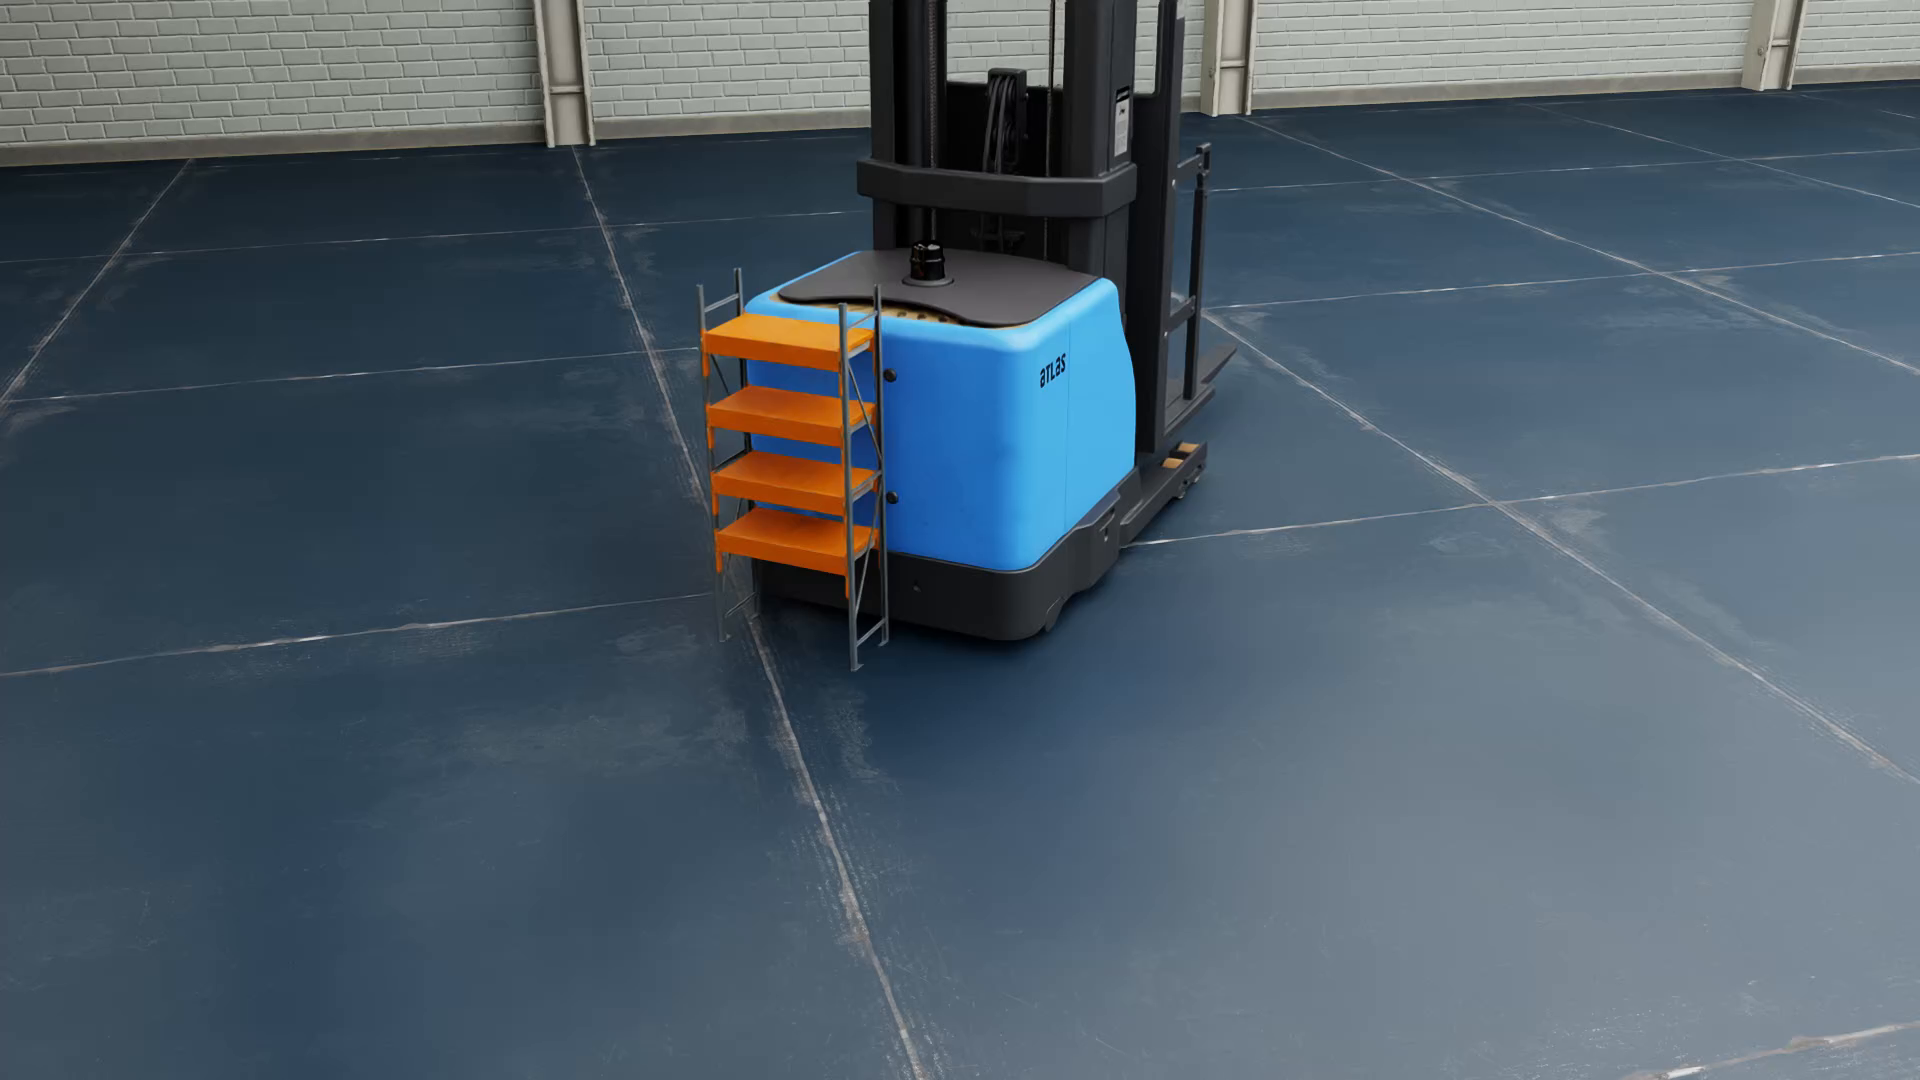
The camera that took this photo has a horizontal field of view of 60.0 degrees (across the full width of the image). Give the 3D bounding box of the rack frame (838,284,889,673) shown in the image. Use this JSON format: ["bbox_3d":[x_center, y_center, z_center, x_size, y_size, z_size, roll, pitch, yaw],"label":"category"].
[{"bbox_3d":[-0.292,-0.174,5.131,0.015,1.200,0.240,10,26,23],"label":"rack frame"}]

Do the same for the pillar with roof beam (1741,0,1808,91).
[{"bbox_3d":[9.421,-7.139,11.476,0.400,9.000,9.100,-6,24,-14],"label":"pillar with roof beam"}]

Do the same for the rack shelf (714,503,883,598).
[{"bbox_3d":[-0.513,0.029,5.331,0.480,0.148,0.258,10,26,23],"label":"rack shelf"}]

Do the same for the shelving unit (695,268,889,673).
[{"bbox_3d":[-0.514,-0.214,5.225,0.503,1.200,0.258,10,26,23],"label":"shelving unit"}]

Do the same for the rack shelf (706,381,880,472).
[{"bbox_3d":[-0.514,-0.357,5.162,0.480,0.148,0.258,10,26,23],"label":"rack shelf"}]

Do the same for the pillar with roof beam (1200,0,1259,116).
[{"bbox_3d":[3.644,-6.500,9.987,0.400,9.000,9.100,-6,24,-14],"label":"pillar with roof beam"}]

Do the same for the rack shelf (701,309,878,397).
[{"bbox_3d":[-0.515,-0.574,5.068,0.480,0.148,0.258,10,26,23],"label":"rack shelf"}]

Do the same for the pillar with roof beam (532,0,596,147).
[{"bbox_3d":[-2.133,-5.861,8.498,0.400,9.000,9.100,-6,24,-14],"label":"pillar with roof beam"}]

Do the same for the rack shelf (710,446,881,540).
[{"bbox_3d":[-0.514,-0.152,5.252,0.480,0.148,0.258,10,26,23],"label":"rack shelf"}]

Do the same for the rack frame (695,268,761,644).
[{"bbox_3d":[-0.736,-0.254,5.319,0.015,1.200,0.240,10,26,23],"label":"rack frame"}]

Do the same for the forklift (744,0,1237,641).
[{"bbox_3d":[0.361,-1.573,6.198,1.130,2.935,3.031,10,25,23],"label":"forklift"}]
